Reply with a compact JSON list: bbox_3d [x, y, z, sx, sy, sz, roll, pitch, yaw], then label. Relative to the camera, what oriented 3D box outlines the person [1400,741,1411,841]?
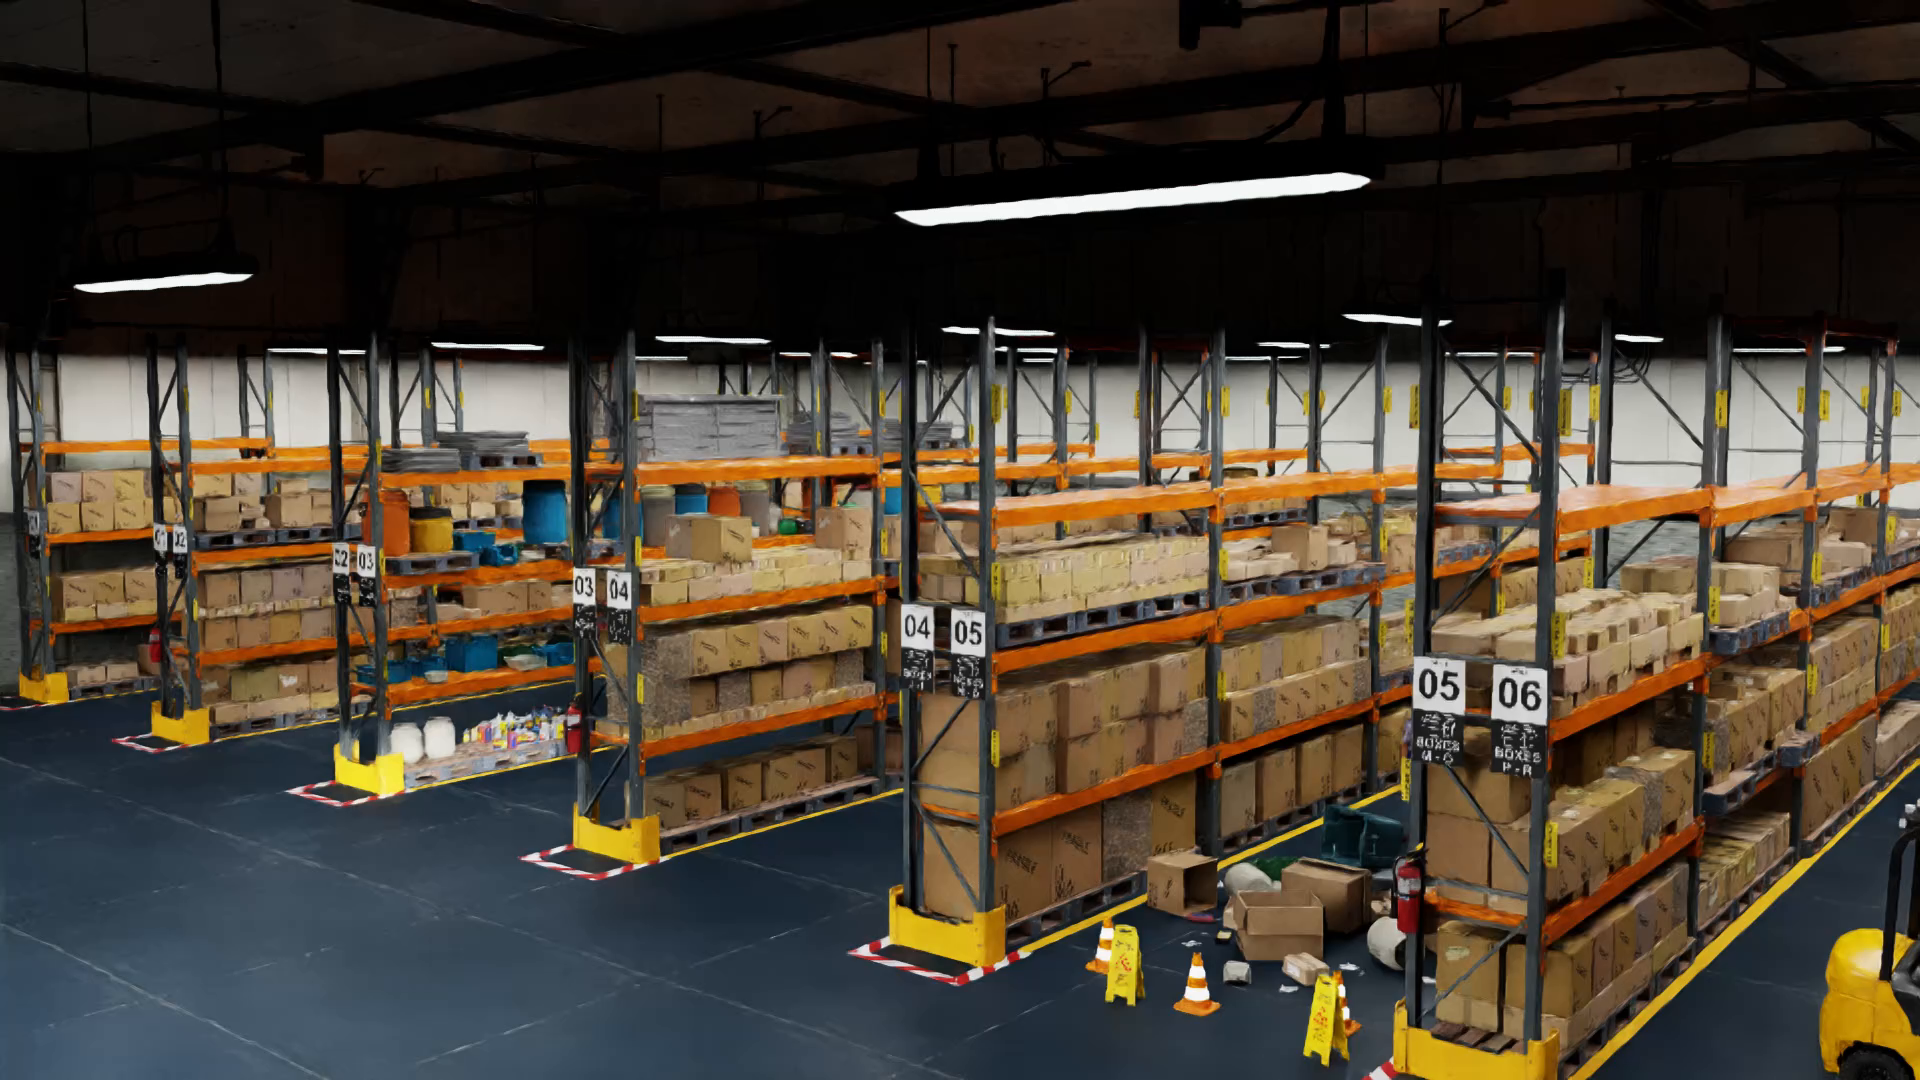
[{"bbox_3d":[5.313,2.608,19.208,0.598,1.644,0.556,-2,5,-19],"label":"person"}]
